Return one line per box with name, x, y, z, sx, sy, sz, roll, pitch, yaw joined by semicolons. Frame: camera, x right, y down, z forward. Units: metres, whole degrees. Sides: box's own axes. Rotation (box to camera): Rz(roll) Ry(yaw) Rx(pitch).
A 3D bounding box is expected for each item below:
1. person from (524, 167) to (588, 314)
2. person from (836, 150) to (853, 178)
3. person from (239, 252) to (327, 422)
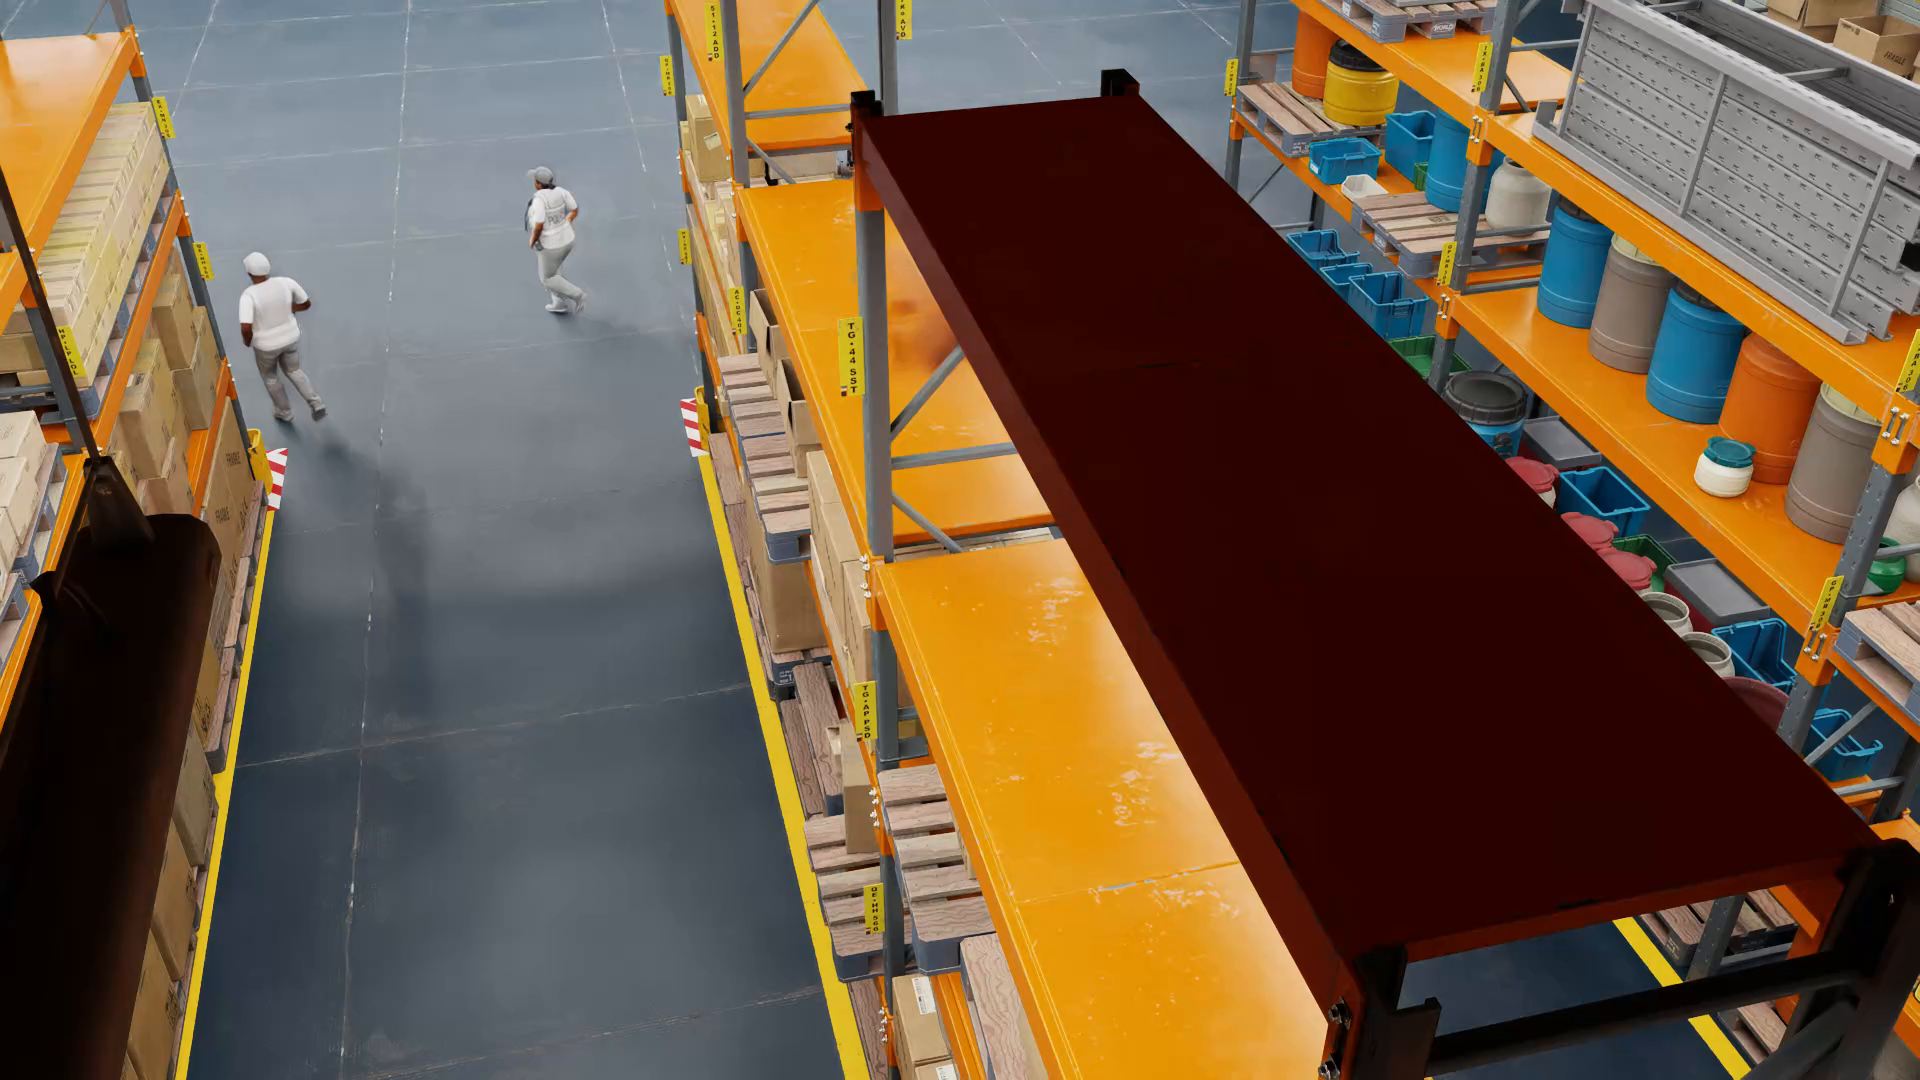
person;-4.128;-3.038;17.110;0.675;1.638;0.627;15;37;21
person;-1.091;-3.865;18.172;0.705;1.746;0.695;8;35;11
person;-6.229;-1.816;15.205;0.801;1.761;0.713;28;43;34
